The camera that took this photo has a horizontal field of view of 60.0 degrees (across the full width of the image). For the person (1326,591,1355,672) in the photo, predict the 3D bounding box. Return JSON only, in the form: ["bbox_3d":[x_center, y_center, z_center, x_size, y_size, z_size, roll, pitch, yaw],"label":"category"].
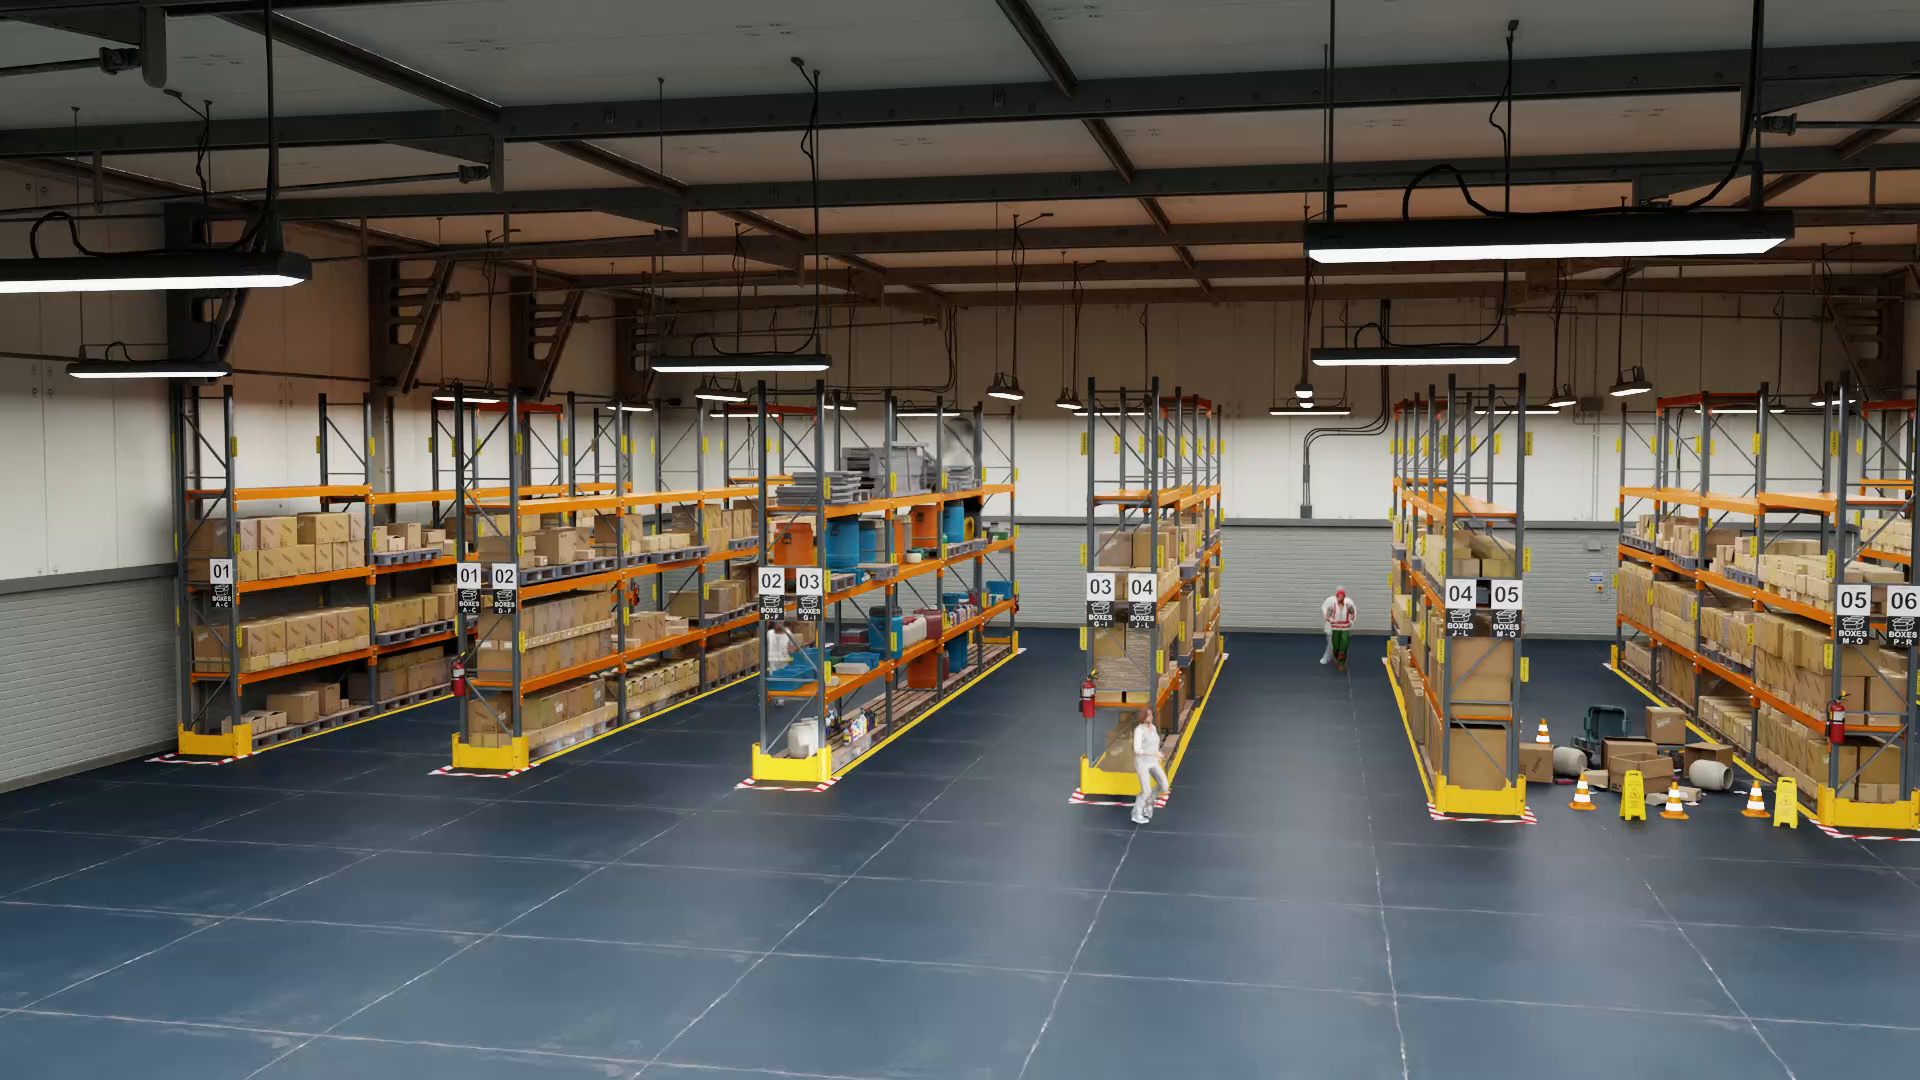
[{"bbox_3d":[8.487,2.013,37.088,0.656,1.772,0.980,1,3,9],"label":"person"}]

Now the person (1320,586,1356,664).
[{"bbox_3d":[8.727,1.953,38.574,0.764,1.763,1.037,2,4,35],"label":"person"}]

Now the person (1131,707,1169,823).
[{"bbox_3d":[2.522,2.988,22.000,0.550,1.547,0.579,-3,4,-44],"label":"person"}]

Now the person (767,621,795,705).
[{"bbox_3d":[-3.489,2.327,31.907,0.670,1.739,0.636,0,3,-8],"label":"person"}]
